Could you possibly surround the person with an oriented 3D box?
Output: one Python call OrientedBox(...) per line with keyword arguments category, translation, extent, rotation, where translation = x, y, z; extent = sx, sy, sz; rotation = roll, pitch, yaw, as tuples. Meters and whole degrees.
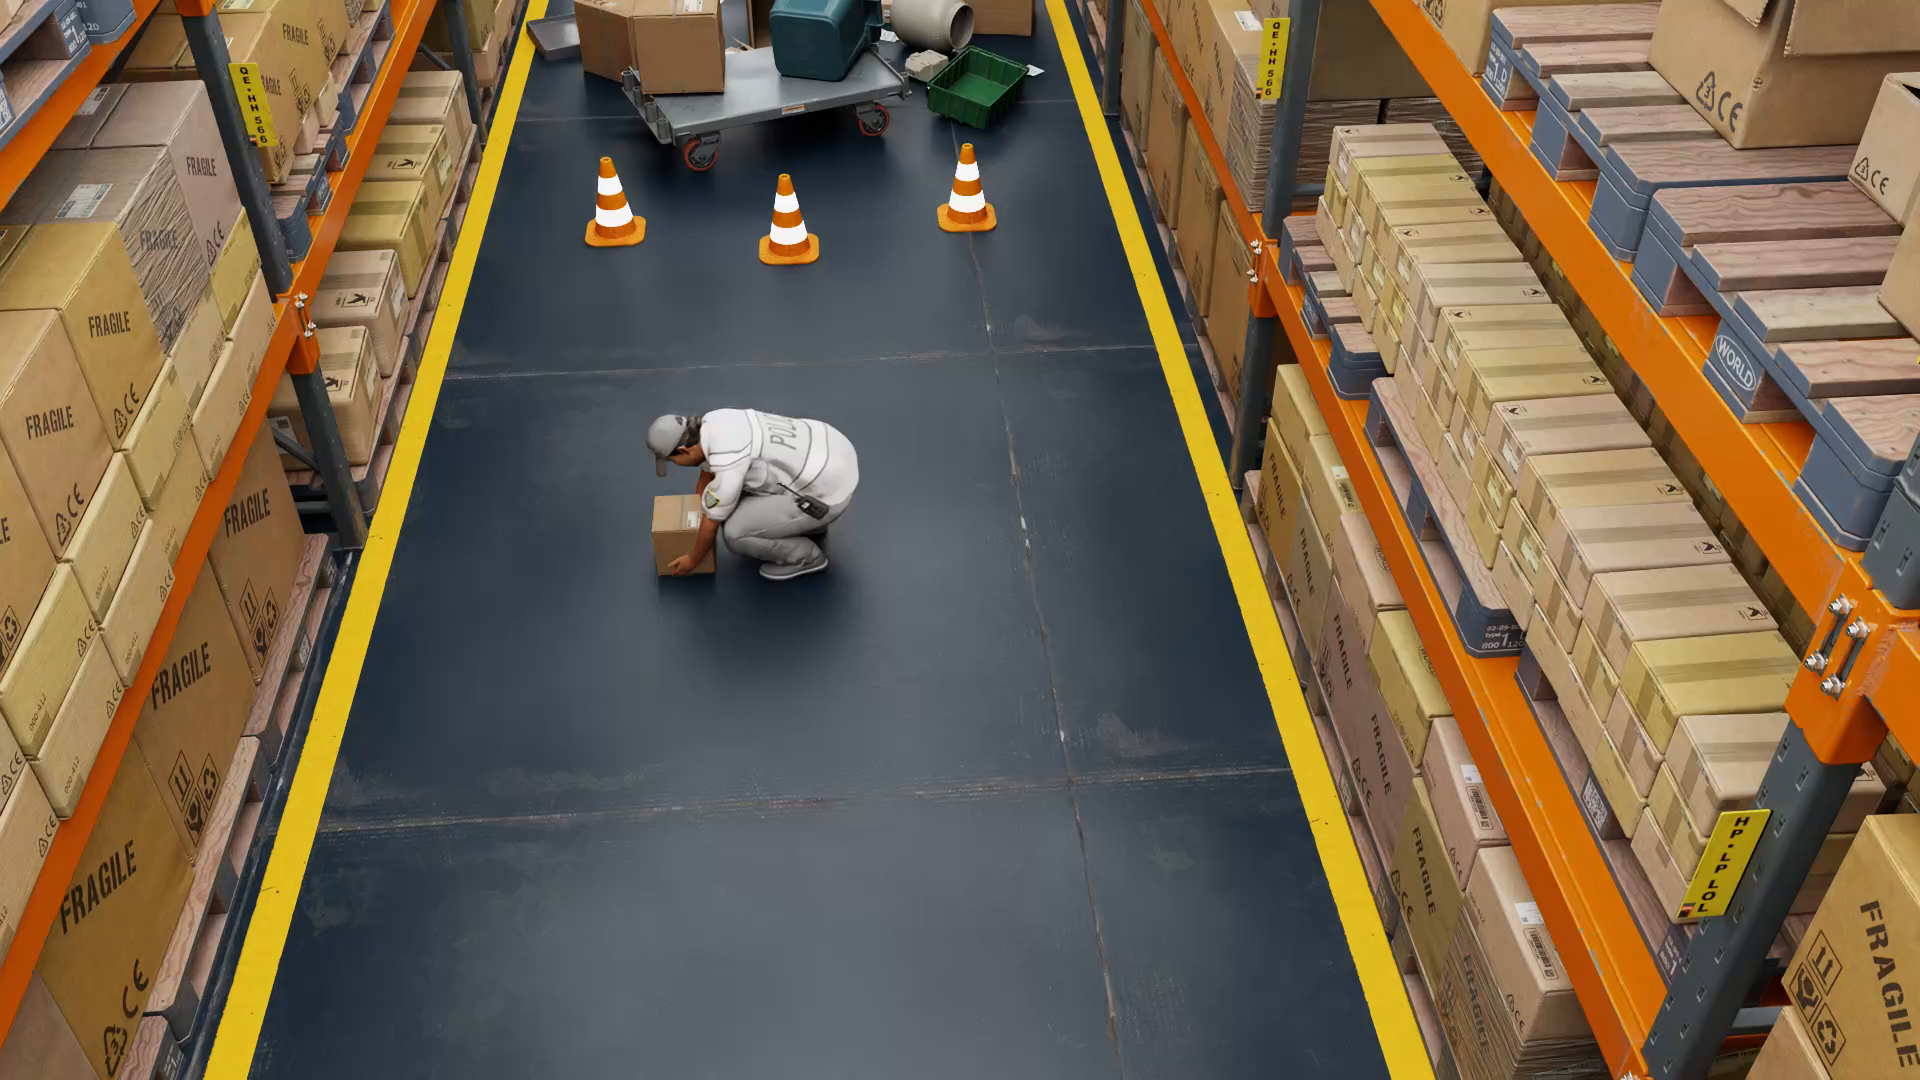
OrientedBox(category="person", translation=(5.295, -15.405, 21.533), extent=(16.704, 6.023, 40.737), rotation=(-3, 39, -4))
